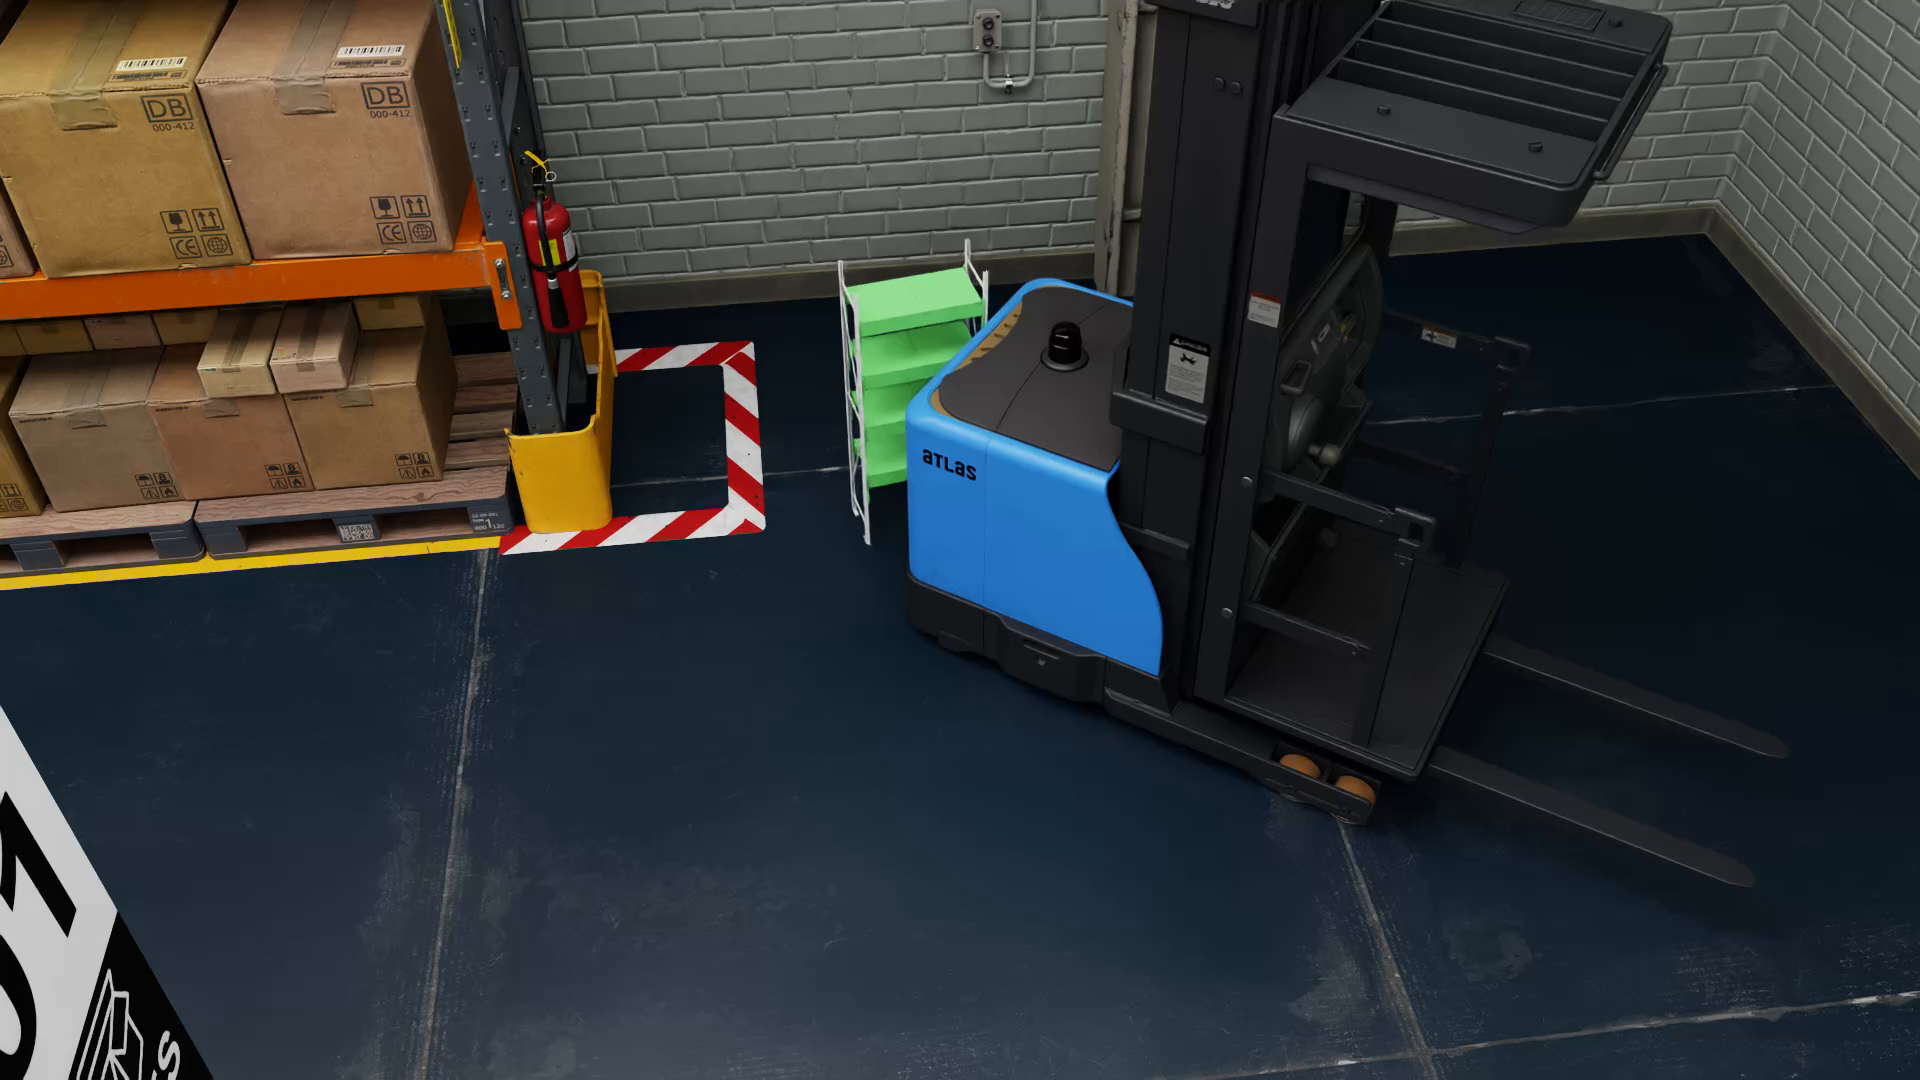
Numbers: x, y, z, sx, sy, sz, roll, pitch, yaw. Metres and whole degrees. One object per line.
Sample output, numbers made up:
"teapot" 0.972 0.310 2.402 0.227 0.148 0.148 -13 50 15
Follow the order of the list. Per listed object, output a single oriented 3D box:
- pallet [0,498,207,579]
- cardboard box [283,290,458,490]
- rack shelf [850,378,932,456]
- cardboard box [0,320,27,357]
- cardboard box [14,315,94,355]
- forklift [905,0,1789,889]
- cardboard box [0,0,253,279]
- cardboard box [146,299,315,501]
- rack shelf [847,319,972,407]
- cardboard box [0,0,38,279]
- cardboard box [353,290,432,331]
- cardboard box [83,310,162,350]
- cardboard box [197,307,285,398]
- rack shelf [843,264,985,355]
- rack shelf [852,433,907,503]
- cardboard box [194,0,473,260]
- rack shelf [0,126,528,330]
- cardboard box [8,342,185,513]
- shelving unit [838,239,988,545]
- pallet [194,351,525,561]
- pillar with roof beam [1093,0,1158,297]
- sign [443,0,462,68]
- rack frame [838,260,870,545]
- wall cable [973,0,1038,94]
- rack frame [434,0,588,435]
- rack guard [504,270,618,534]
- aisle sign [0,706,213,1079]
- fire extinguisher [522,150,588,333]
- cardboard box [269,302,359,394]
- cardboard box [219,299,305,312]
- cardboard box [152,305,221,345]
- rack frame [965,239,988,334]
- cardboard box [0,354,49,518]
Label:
"pallet" -3.686 -0.273 6.895 1.213 0.211 1.003 -5 42 -6
"cardboard box" -2.377 -0.634 6.766 0.500 0.500 0.700 -5 42 -6
"rack shelf" -0.173 -0.504 6.509 0.480 0.148 0.258 -12 43 -13
"cardboard box" -3.787 -0.886 6.561 0.250 0.149 0.380 -6 42 -6
"cardboard box" -3.536 -0.907 6.585 0.250 0.149 0.380 -5 42 -5
"forklift" 1.333 -0.530 5.150 3.031 2.935 1.130 21 46 22
"cardboard box" -2.920 -1.523 5.975 0.700 0.700 0.980 -5 42 -6
"cardboard box" -2.873 -0.590 6.718 0.500 0.500 0.700 -5 42 -6
"rack shelf" -0.173 -0.682 6.348 0.480 0.148 0.258 -12 43 -13
"cardboard box" -3.678 -1.463 5.909 0.700 0.700 0.980 -7 43 -8
"cardboard box" -2.279 -1.018 6.708 0.250 0.149 0.380 -5 42 -5
"cardboard box" -3.282 -0.930 6.610 0.250 0.149 0.380 -4 42 -5
"cardboard box" -2.734 -0.720 6.377 0.250 0.149 0.380 -4 42 -4
"rack shelf" -0.173 -0.861 6.187 0.480 0.148 0.258 -12 43 -13
"rack shelf" -0.173 -0.326 6.669 0.480 0.148 0.258 -12 43 -13
"cardboard box" -2.200 -1.594 6.054 0.700 0.700 0.980 -3 42 -4
"rack shelf" -3.679 -1.093 6.259 4.000 0.370 1.077 -5 42 -6
"cardboard box" -3.372 -0.546 6.669 0.500 0.500 0.700 -6 42 -7
"shelving unit" -0.173 -0.552 6.466 0.503 1.200 0.258 -12 43 -13
"pallet" -2.479 -0.376 7.010 1.213 0.211 1.003 -5 42 -6
"pillar with roof beam" 1.427 -1.711 1.928 0.400 9.000 9.100 -5 42 -6
"sign" -1.639 -1.690 5.342 0.005 0.325 0.100 -5 42 -6
"rack frame" -0.405 -0.503 6.412 0.015 1.200 0.240 -12 43 -13
"wall cable" -0.549 -2.650 6.690 1.851 1.984 0.084 -5 42 -6
"rack frame" -1.696 -1.533 6.210 0.127 3.000 1.000 -5 42 -6
"rack guard" -1.672 -0.607 7.050 0.348 0.500 1.175 -5 42 -6
"aisle sign" -1.021 0.590 1.916 0.004 0.787 0.394 -5 42 -6
"fire extinguisher" -1.487 -1.073 6.036 0.183 0.674 0.296 -5 42 -6
"cardboard box" -2.481 -0.743 6.402 0.250 0.149 0.380 -5 42 -6
"cardboard box" -2.781 -0.974 6.659 0.250 0.149 0.380 -5 42 -5
"cardboard box" -3.030 -0.953 6.635 0.250 0.149 0.380 -5 42 -5
"rack frame" 0.060 -0.601 6.520 0.015 1.200 0.240 -12 43 -13
"cardboard box" -3.900 -0.495 6.612 0.500 0.500 0.700 -4 42 -5
